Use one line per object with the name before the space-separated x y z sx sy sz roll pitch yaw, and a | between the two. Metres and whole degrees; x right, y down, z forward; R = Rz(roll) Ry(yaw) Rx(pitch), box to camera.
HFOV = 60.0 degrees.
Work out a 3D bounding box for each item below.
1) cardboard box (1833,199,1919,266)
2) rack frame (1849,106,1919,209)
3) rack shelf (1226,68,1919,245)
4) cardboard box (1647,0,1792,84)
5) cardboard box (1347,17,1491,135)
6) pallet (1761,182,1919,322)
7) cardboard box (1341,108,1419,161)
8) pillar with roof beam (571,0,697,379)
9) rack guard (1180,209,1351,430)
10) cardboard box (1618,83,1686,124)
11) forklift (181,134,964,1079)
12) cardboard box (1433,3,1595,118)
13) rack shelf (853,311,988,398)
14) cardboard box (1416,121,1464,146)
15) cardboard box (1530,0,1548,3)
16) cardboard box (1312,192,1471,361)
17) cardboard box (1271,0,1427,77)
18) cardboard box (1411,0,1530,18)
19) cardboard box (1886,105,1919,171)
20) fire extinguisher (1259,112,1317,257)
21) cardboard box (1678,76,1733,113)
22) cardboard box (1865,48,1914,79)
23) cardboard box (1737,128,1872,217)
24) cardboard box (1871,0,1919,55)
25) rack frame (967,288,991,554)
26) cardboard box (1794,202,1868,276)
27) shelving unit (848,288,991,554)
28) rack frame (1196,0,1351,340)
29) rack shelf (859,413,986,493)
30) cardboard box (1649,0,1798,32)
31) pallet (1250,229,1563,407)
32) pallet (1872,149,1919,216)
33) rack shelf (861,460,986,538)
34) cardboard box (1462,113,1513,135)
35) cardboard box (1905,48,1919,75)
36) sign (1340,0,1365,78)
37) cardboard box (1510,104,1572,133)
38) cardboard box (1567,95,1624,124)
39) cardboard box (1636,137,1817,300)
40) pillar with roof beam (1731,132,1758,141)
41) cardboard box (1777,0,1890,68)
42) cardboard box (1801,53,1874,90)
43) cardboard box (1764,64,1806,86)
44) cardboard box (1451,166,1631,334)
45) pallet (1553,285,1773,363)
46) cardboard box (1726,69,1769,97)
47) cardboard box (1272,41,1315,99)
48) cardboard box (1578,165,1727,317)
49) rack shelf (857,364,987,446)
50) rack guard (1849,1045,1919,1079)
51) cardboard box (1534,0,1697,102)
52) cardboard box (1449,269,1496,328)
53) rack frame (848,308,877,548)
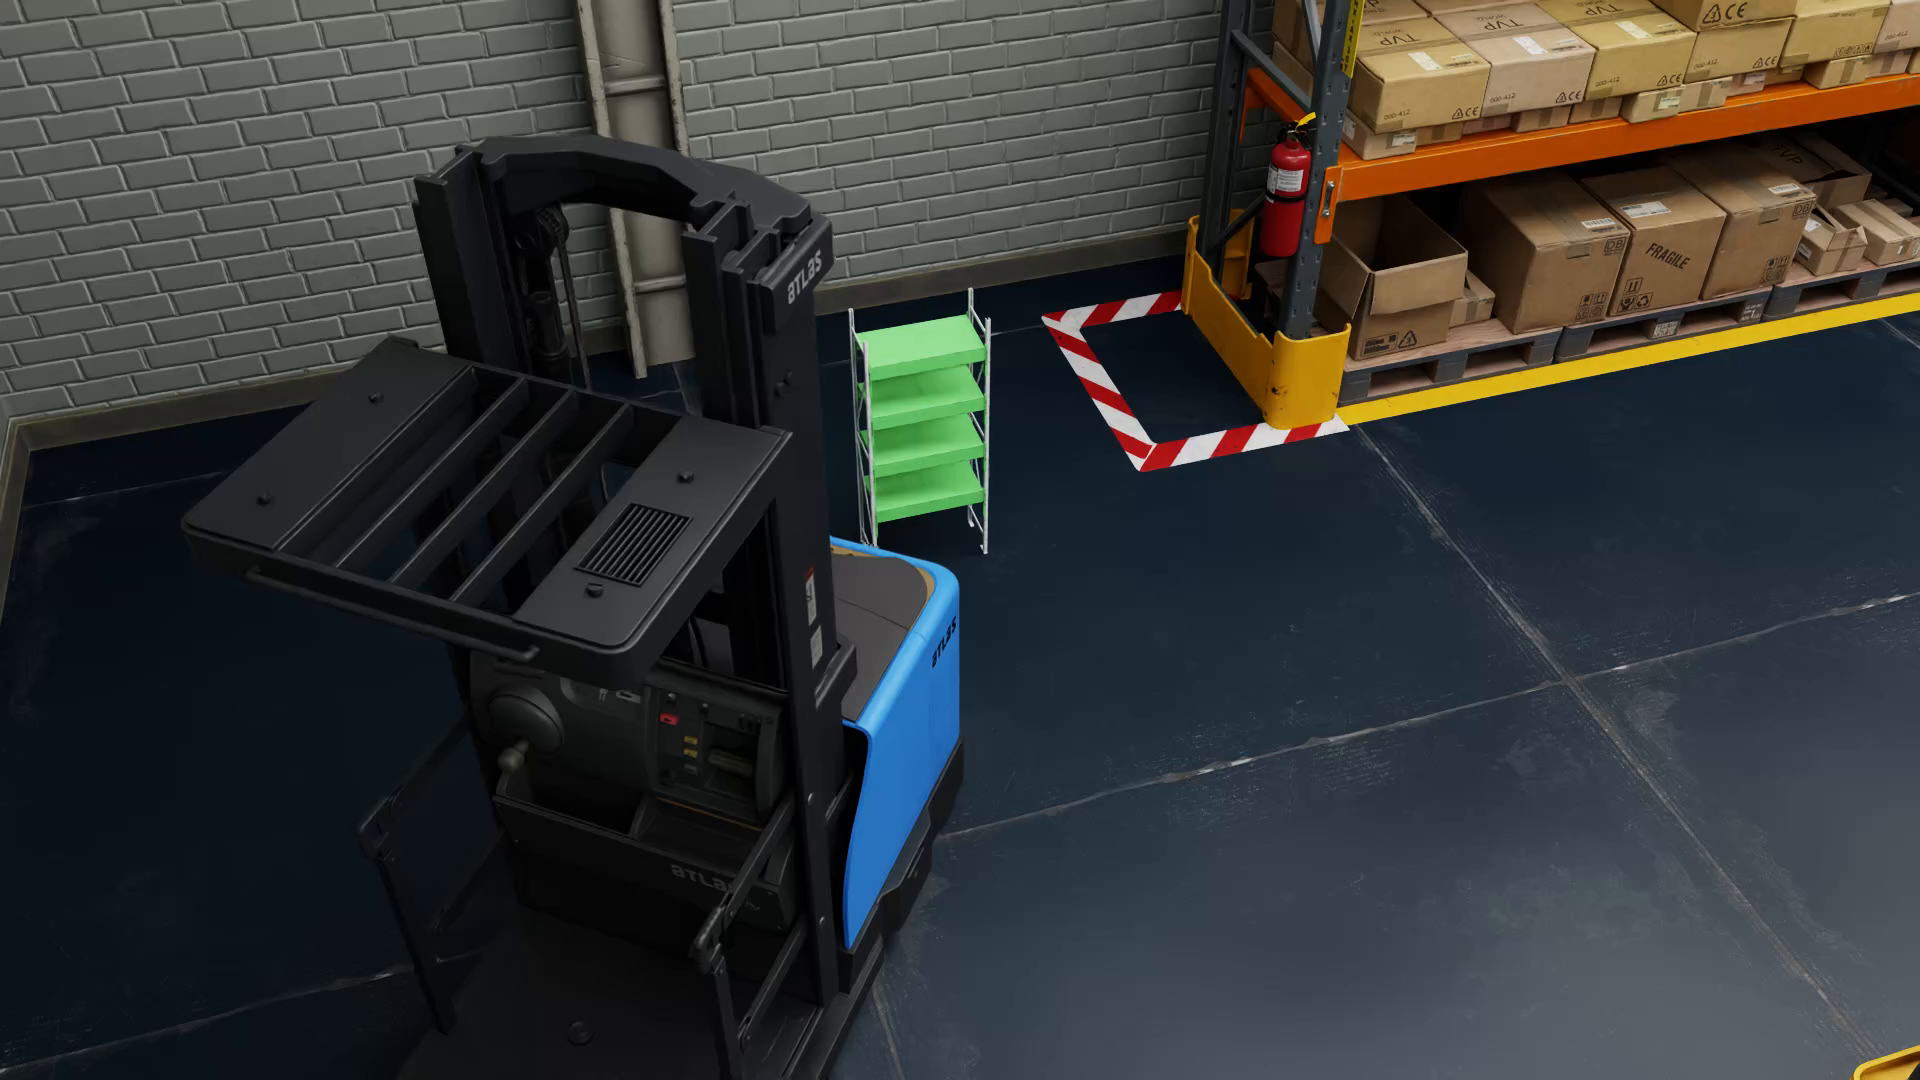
cardboard box | 4.767 -1.603 8.653 0.250 0.149 0.380 -13 43 -14
rack frame | 5.210 -2.813 8.190 0.127 3.000 1.000 -12 42 -13
rack shelf | 3.302 -2.147 7.974 4.000 0.370 1.077 -12 42 -13
cardboard box | 3.353 -2.315 7.508 0.500 0.250 0.500 -13 43 -14
cardboard box | 1.908 -1.999 7.146 0.500 0.250 0.500 -11 42 -13
pallet | 4.555 -1.628 8.953 1.213 0.211 1.003 -12 42 -13
cardboard box | 1.791 -1.821 7.245 0.250 0.149 0.380 -12 43 -13
pillar with roof beam | -0.155 -1.613 2.257 0.400 9.000 9.100 -12 42 -13
rack guard | 1.467 -1.096 8.125 0.348 0.500 1.175 -12 42 -13
cardboard box | 3.034 -2.044 7.501 0.250 0.149 0.380 -13 43 -14
forklift | -0.990 0.590 4.347 1.130 2.935 3.031 14 43 16
cardboard box | 2.389 -2.099 7.260 0.500 0.250 0.500 -11 42 -13
rack shelf | -0.158 -0.732 6.544 0.480 0.148 0.258 -12 42 -13
cardboard box | 2.019 -1.900 7.336 0.250 0.149 0.380 -11 42 -12
cardboard box | 2.720 -2.532 7.756 0.500 0.250 0.500 -10 42 -12
cardboard box | 2.007 -1.302 8.039 0.637 0.503 0.797 -13 43 -15
cardboard box | 1.754 -2.336 7.531 0.500 0.250 0.500 -11 42 -12
cardboard box | 2.246 -2.437 7.647 0.500 0.250 0.500 -12 42 -13
cardboard box | 5.589 -2.313 9.198 0.500 0.500 0.500 -12 43 -13
fire extinguisher | 1.393 -1.534 7.068 0.183 0.674 0.296 -12 42 -13
cardboard box | 3.279 -2.109 7.575 0.250 0.149 0.380 -11 42 -12
cardboard box | 4.241 -2.331 7.829 0.250 0.149 0.380 -11 42 -12
cardboard box | 4.509 -1.976 8.957 0.500 0.311 0.500 -10 42 -12
cardboard box | 4.324 -2.507 7.727 0.500 0.250 0.500 -12 42 -13
rack frame | 0.075 -0.467 6.873 0.015 1.200 0.240 -12 42 -13
cardboard box | 4.426 -1.577 8.534 0.258 0.266 0.396 -10 42 -12
shelving unit | -0.158 -0.419 6.818 0.503 1.200 0.258 -12 42 -13
rack frame | 1.395 -2.023 7.285 0.127 3.000 1.000 -12 42 -13
rack shelf | -0.158 -0.371 6.860 0.480 0.148 0.258 -12 42 -13
cardboard box | 3.339 -2.578 7.239 0.500 0.500 0.500 -11 42 -12
pallet | 2.227 -1.146 8.401 1.213 0.211 1.003 -12 42 -13
pallet | 5.974 -1.947 9.319 1.213 0.211 1.003 -12 42 -13
rack shelf | -0.158 -0.190 7.018 0.480 0.148 0.258 -12 42 -13
cardboard box | 2.260 -1.974 7.420 0.250 0.149 0.380 -12 43 -14
cardboard box | 4.499 -2.365 7.869 0.250 0.149 0.380 -11 42 -12
sign | 1.558 -2.008 6.611 0.005 0.325 0.100 -12 42 -13
cardboard box | 2.519 -1.985 7.434 0.250 0.149 0.380 -10 42 -12
cardboard box | 2.771 -2.041 7.498 0.250 0.149 0.380 -11 42 -12
cardboard box | 3.824 -1.651 8.440 0.500 0.500 0.700 -13 43 -15
pillar with roof beam | 5.568 -2.799 3.614 0.400 9.000 9.100 -12 42 -13
cardboard box | 3.844 -2.416 7.624 0.500 0.250 0.500 -12 43 -13
cardboard box | 4.006 -2.262 7.751 0.250 0.149 0.380 -12 43 -14
cardboard box | 3.726 -2.282 7.773 0.250 0.149 0.380 -11 42 -12
cardboard box | 2.834 -1.445 8.205 0.500 0.500 0.700 -10 42 -11
pallet | 3.389 -1.384 8.674 1.213 0.211 1.003 -12 42 -13
cardboard box | 3.505 -2.203 7.683 0.250 0.149 0.380 -12 43 -13
cardboard box | 1.630 -2.162 7.636 0.250 0.149 0.380 -12 43 -14
cardboard box | 3.368 -1.487 8.253 0.500 0.500 0.500 -11 42 -12
rack shelf | -0.158 -0.552 6.702 0.480 0.148 0.258 -12 42 -13
rack guard | 2.866 2.038 4.538 0.348 0.500 1.175 -12 42 -13
cardboard box | 2.872 -2.201 7.377 0.500 0.250 0.500 -12 43 -14
cardboard box | 2.424 -1.228 8.223 0.250 0.149 0.380 -13 43 -15
rack frame | -0.391 -0.371 6.763 0.015 1.200 0.240 -12 42 -13
